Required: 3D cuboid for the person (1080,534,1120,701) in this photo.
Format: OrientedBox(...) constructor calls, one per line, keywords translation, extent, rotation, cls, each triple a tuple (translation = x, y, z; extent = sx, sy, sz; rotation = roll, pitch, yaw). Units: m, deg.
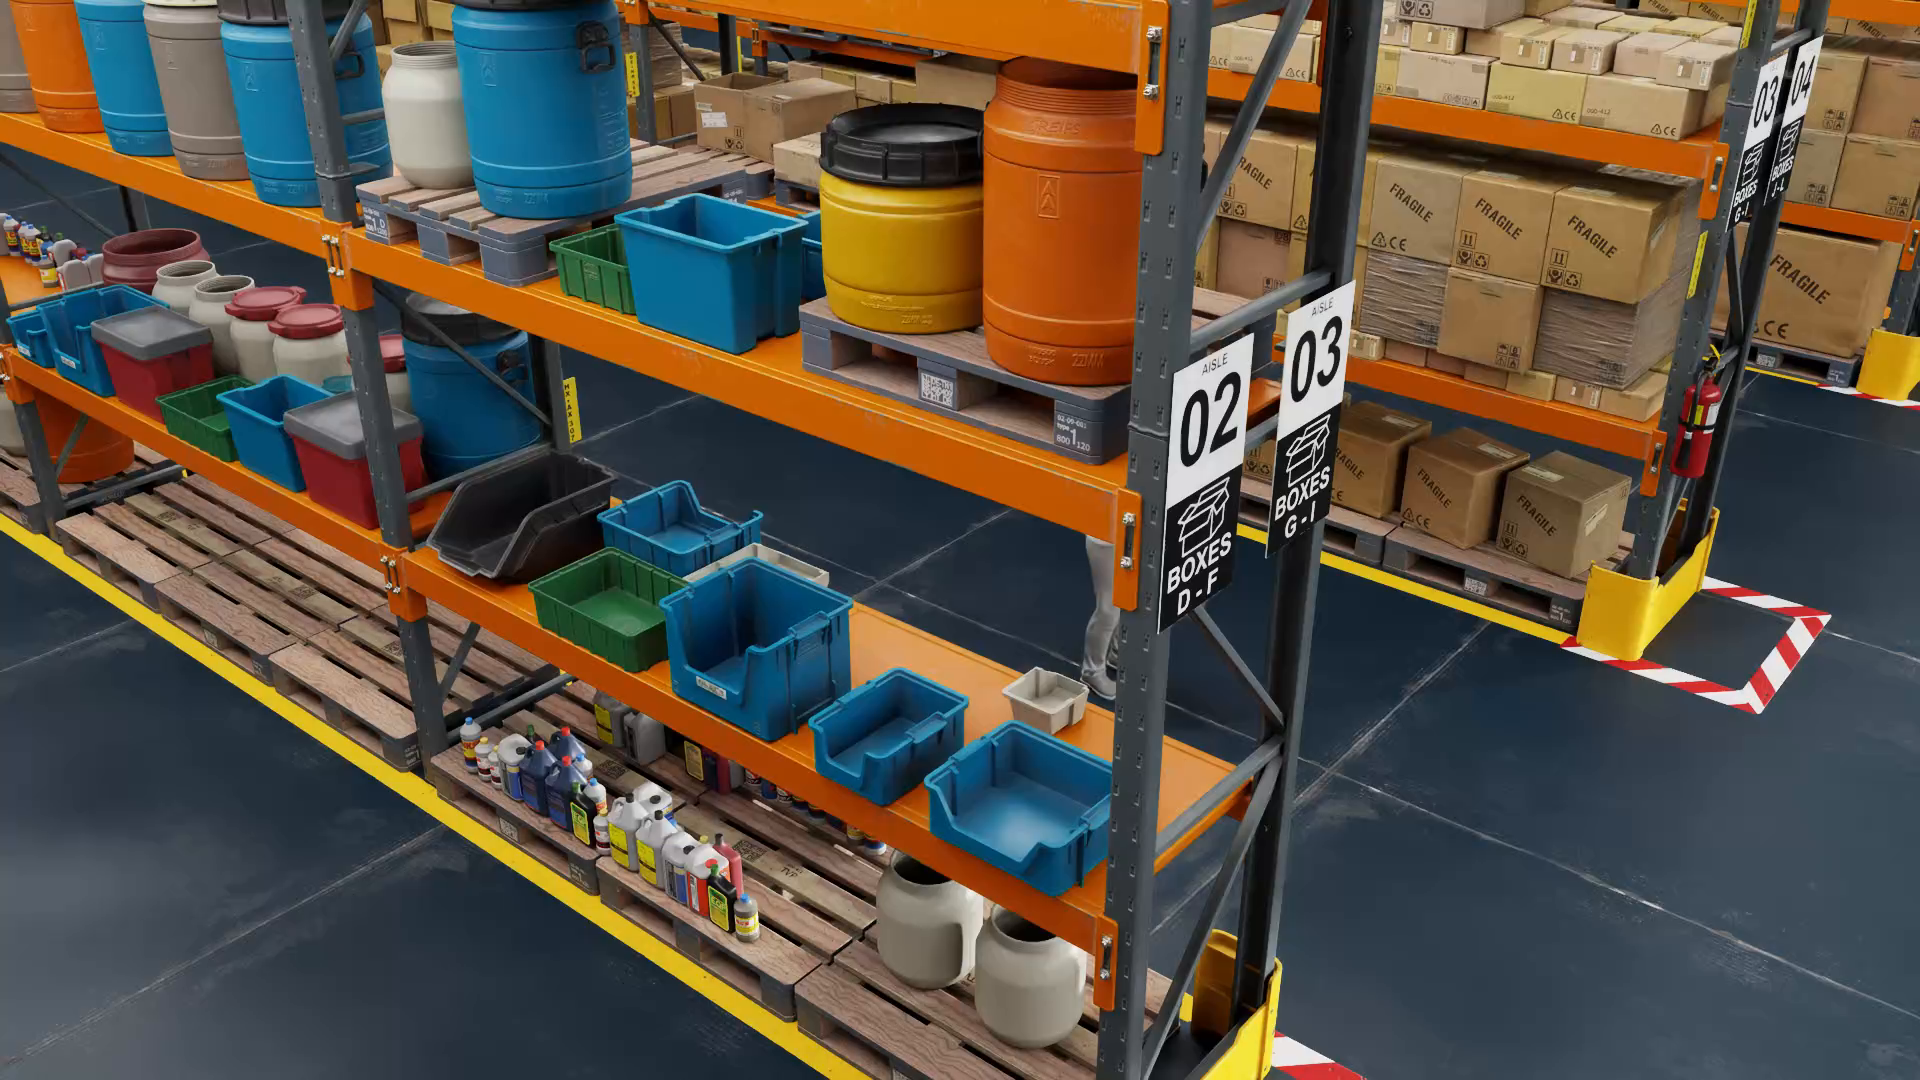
OrientedBox(translation=(0.884, 0.014, 8.557), extent=(0.489, 1.692, 0.489), rotation=(21, 34, 34), cls="person")
